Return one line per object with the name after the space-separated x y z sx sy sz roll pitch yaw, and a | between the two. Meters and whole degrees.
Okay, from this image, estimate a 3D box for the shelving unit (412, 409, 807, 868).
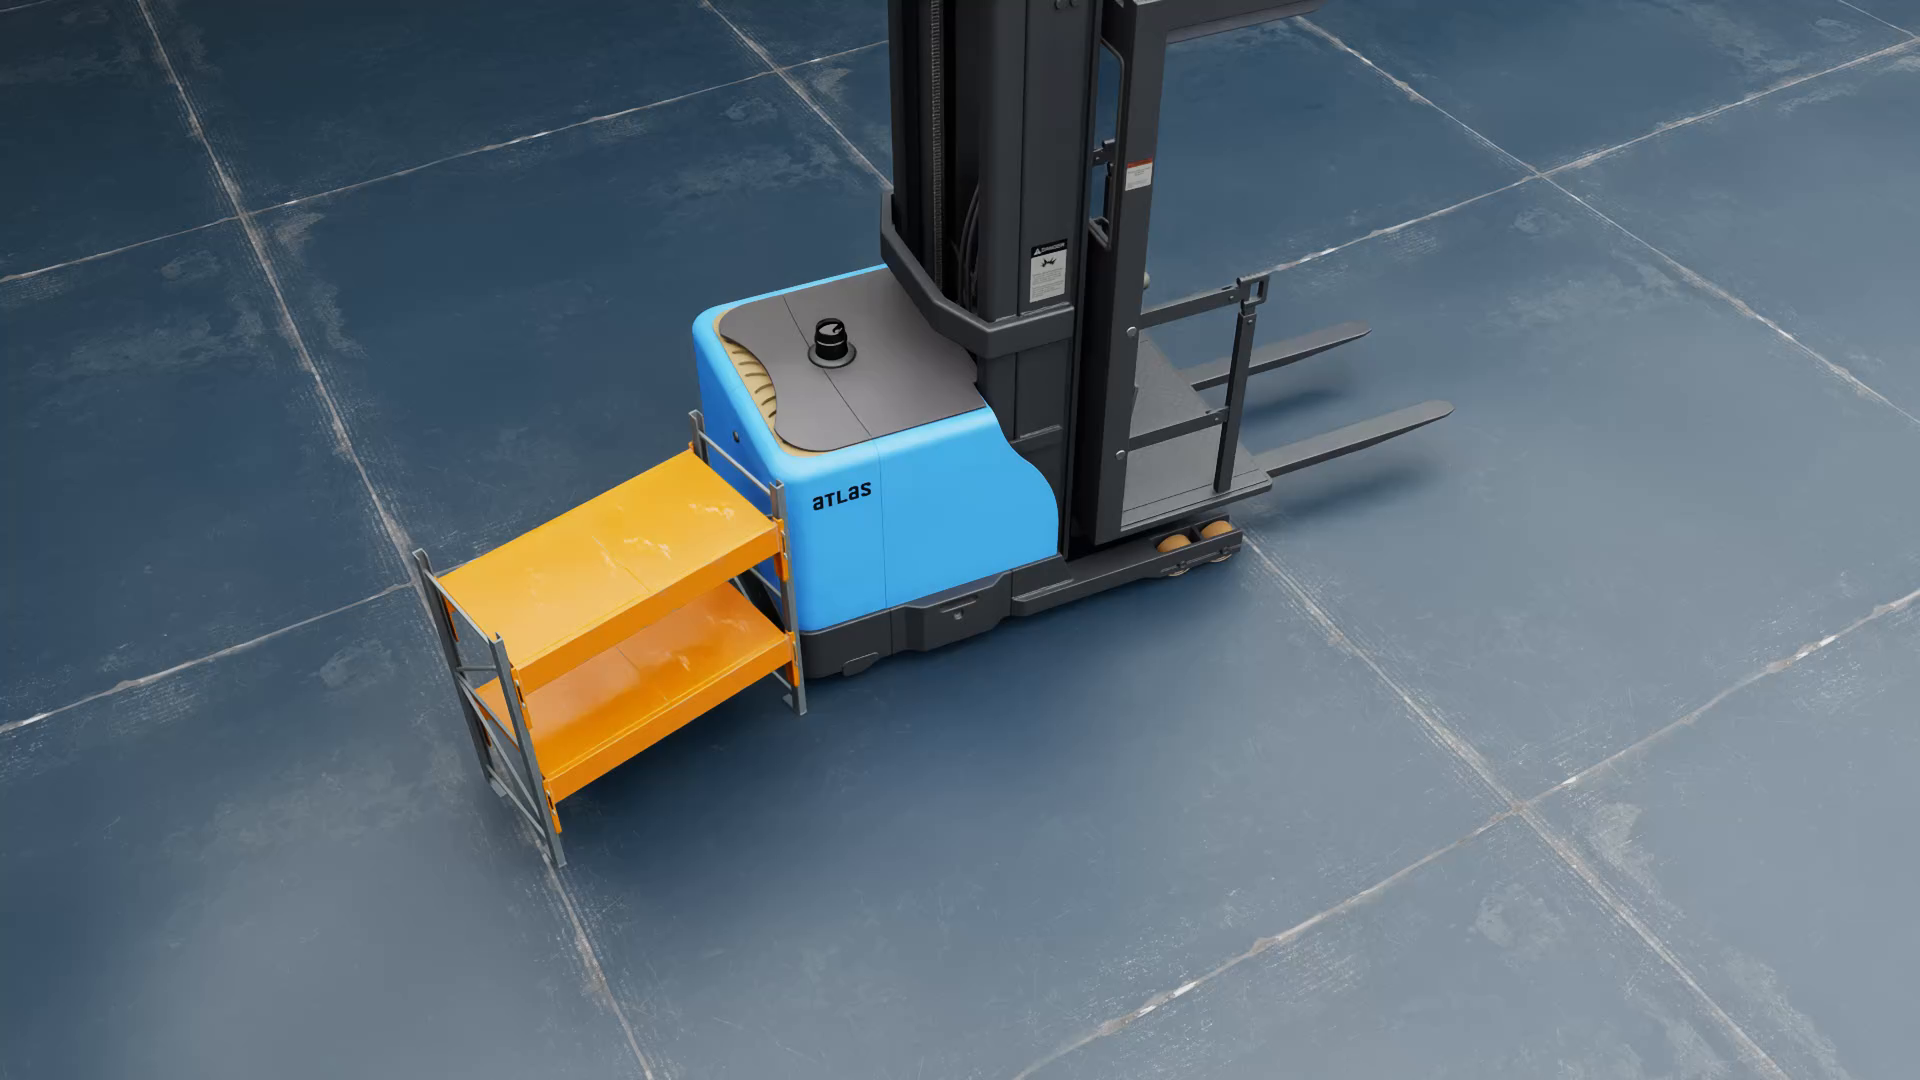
-1.120 0.335 5.598 1.048 1.125 0.538 -31 52 -28 | shelving unit

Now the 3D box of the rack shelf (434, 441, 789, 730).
-1.120 0.124 5.394 1.000 0.278 0.538 -31 52 -28 | rack shelf

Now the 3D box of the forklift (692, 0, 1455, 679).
0.570 -1.229 5.912 3.031 2.935 1.130 -17 47 -17 | forklift

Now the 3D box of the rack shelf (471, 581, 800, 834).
-1.120 0.510 5.768 1.000 0.278 0.538 -31 52 -28 | rack shelf

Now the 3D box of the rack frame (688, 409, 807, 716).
-0.736 0.103 5.836 0.032 1.125 0.500 -31 52 -28 | rack frame

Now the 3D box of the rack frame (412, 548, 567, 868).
-1.504 0.566 5.359 0.032 1.125 0.500 -31 52 -28 | rack frame
